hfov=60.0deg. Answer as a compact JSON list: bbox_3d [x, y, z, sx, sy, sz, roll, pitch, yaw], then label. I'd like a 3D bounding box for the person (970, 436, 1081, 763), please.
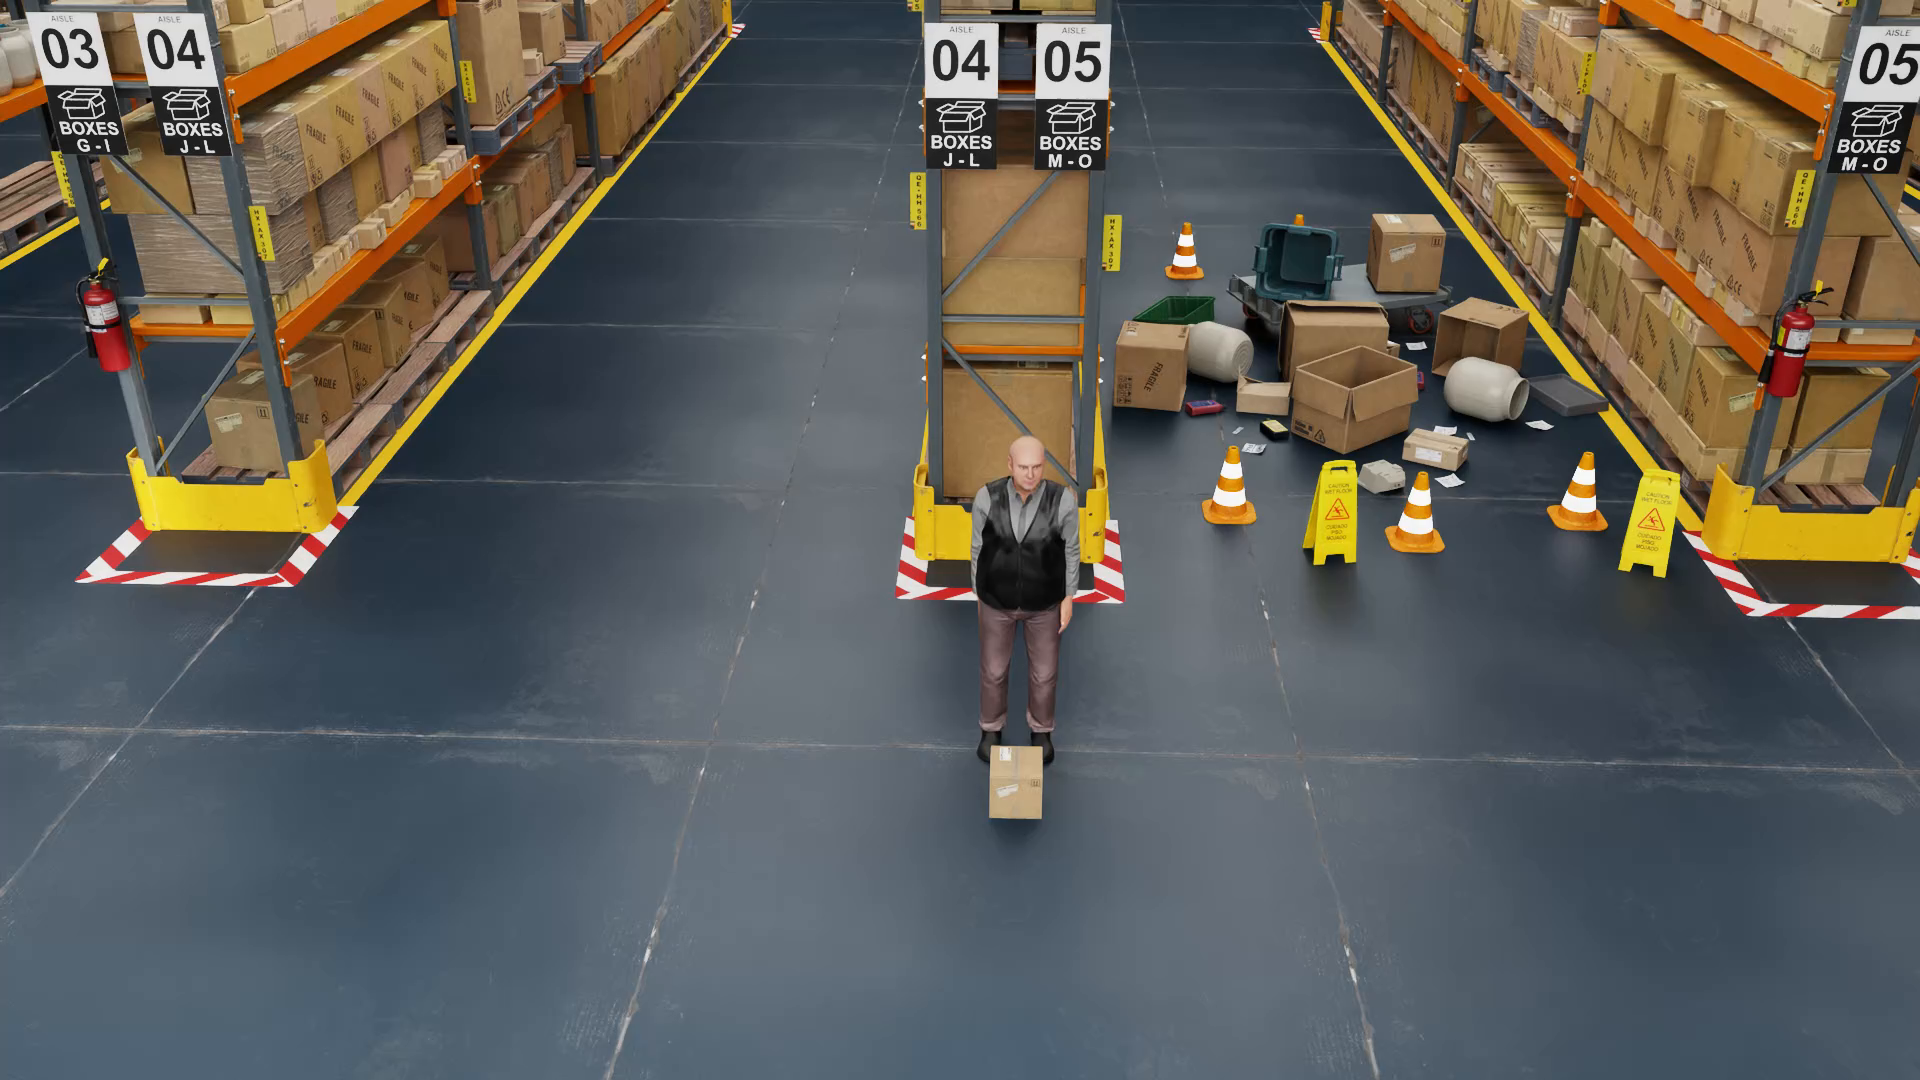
[{"bbox_3d":[0.313,0.297,8.090,0.532,1.717,0.360,2,28,3],"label":"person"}]
